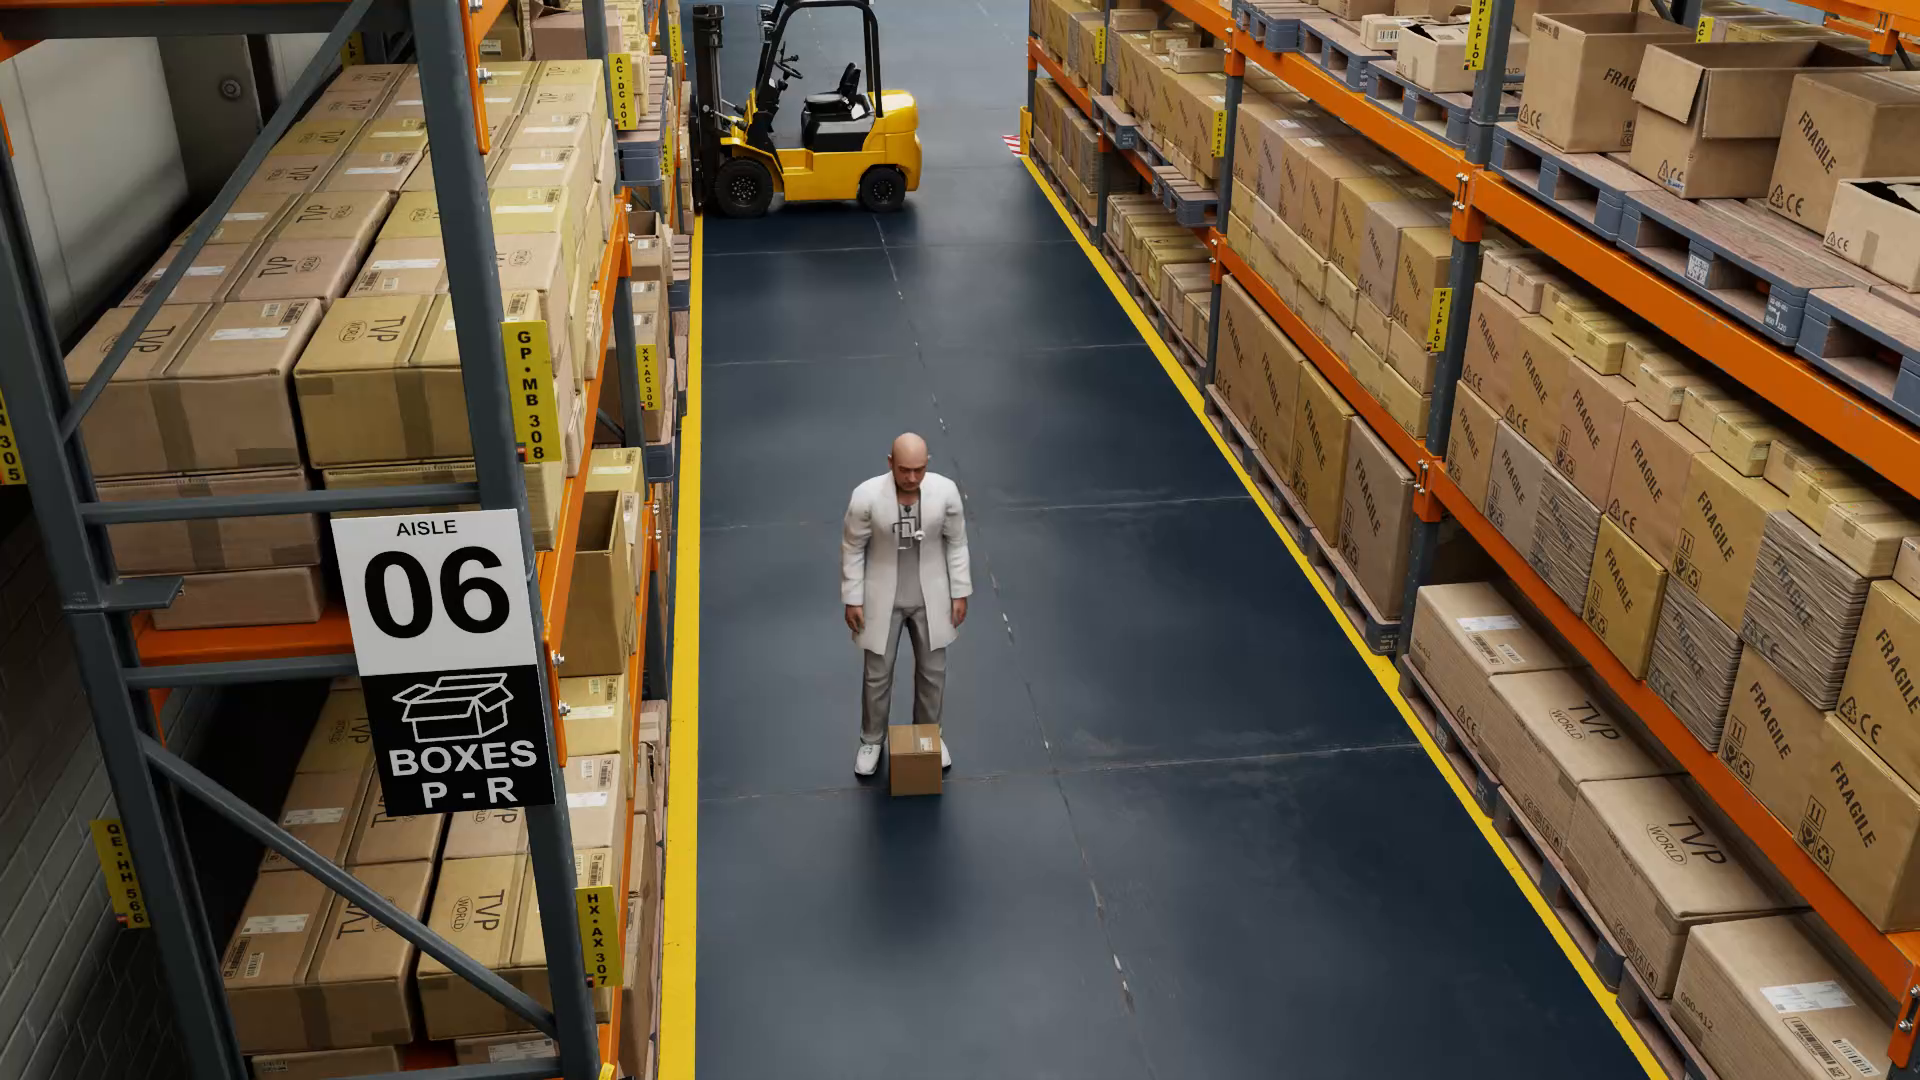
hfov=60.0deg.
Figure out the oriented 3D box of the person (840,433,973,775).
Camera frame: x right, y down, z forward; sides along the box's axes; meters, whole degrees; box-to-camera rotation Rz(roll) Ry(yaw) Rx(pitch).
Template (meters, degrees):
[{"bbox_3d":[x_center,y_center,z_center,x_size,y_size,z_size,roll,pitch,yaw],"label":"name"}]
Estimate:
[{"bbox_3d":[-0.260,0.290,8.060,0.646,1.774,0.418,-4,27,-8],"label":"person"}]
